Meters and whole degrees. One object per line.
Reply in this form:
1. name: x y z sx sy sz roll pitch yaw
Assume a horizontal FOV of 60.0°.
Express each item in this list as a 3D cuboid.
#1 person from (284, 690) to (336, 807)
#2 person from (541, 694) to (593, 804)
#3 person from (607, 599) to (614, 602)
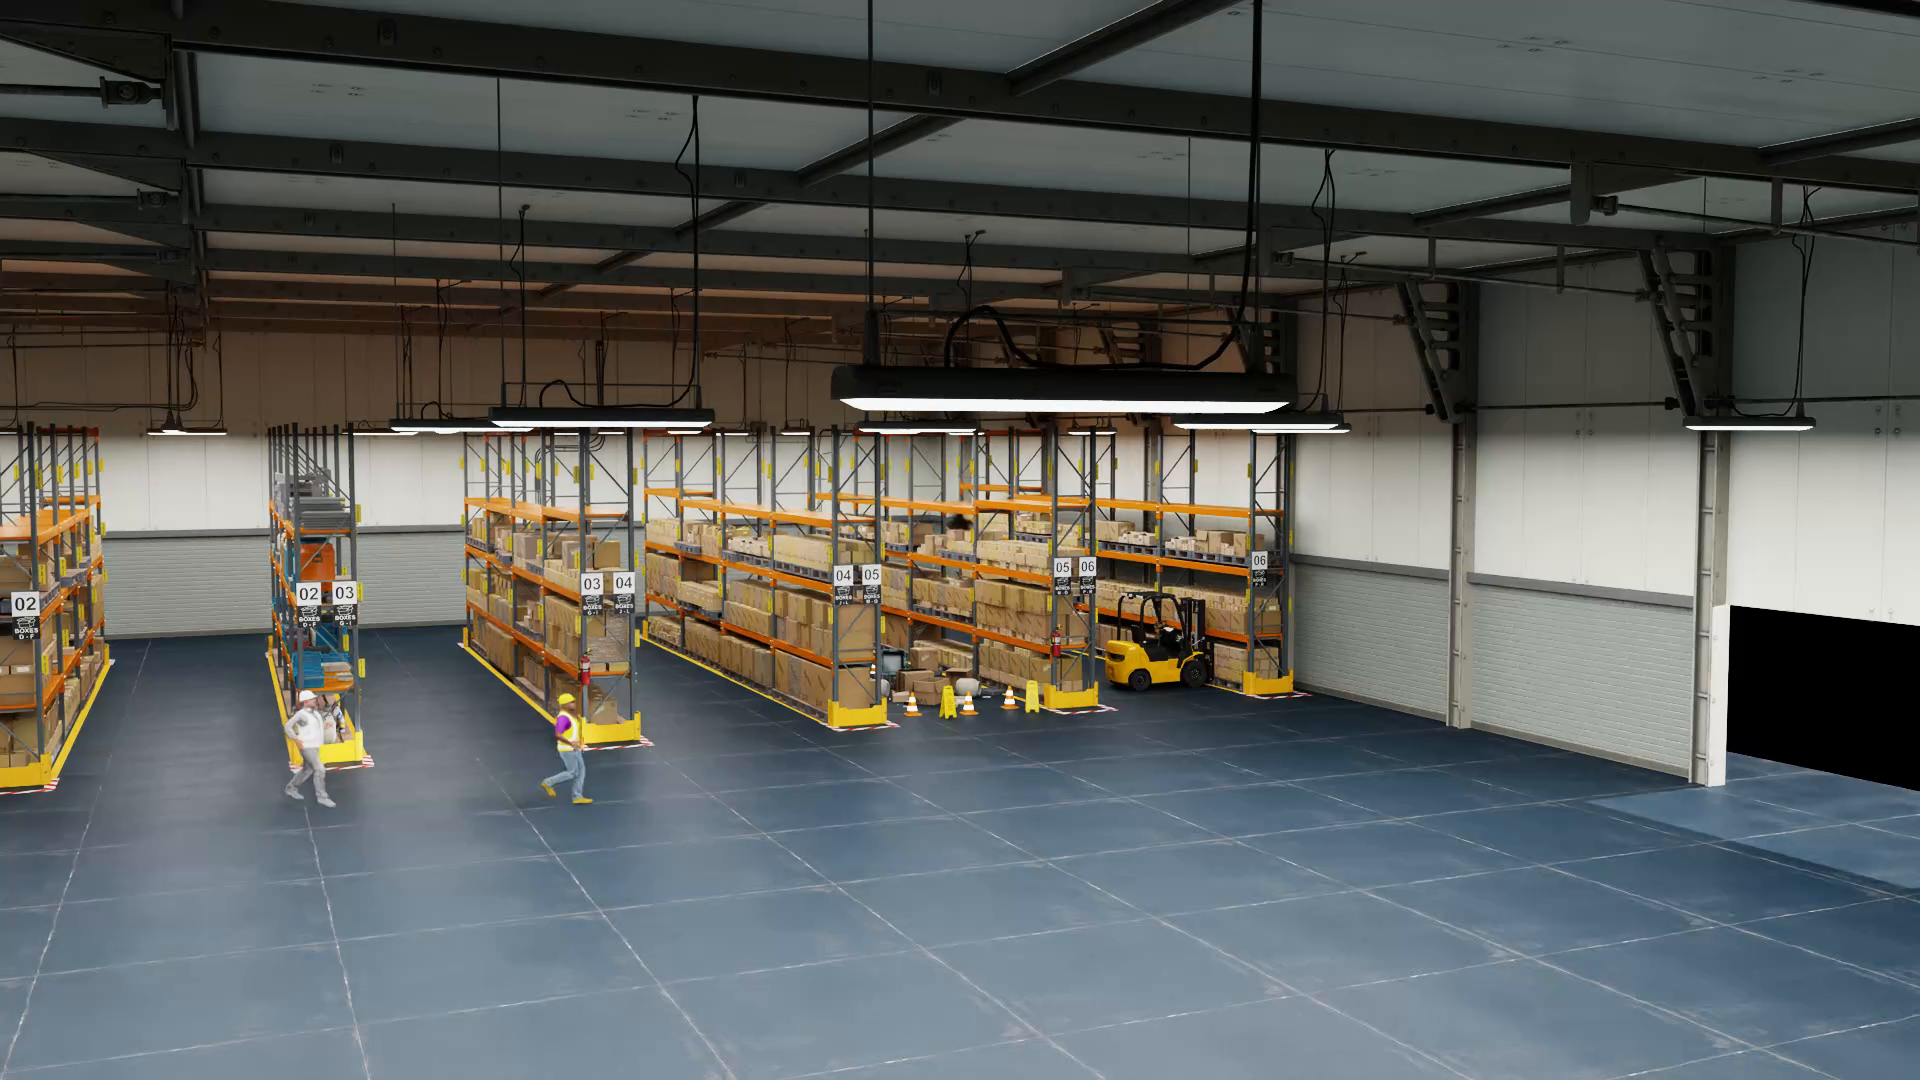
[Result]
1. person: -10.130 3.240 25.893 0.868 1.809 0.641 0 3 2
2. person: -6.137 3.264 25.983 0.782 1.733 0.718 0 3 -4
3. person: -10.371 1.964 48.024 0.911 1.639 0.833 -3 5 -43
